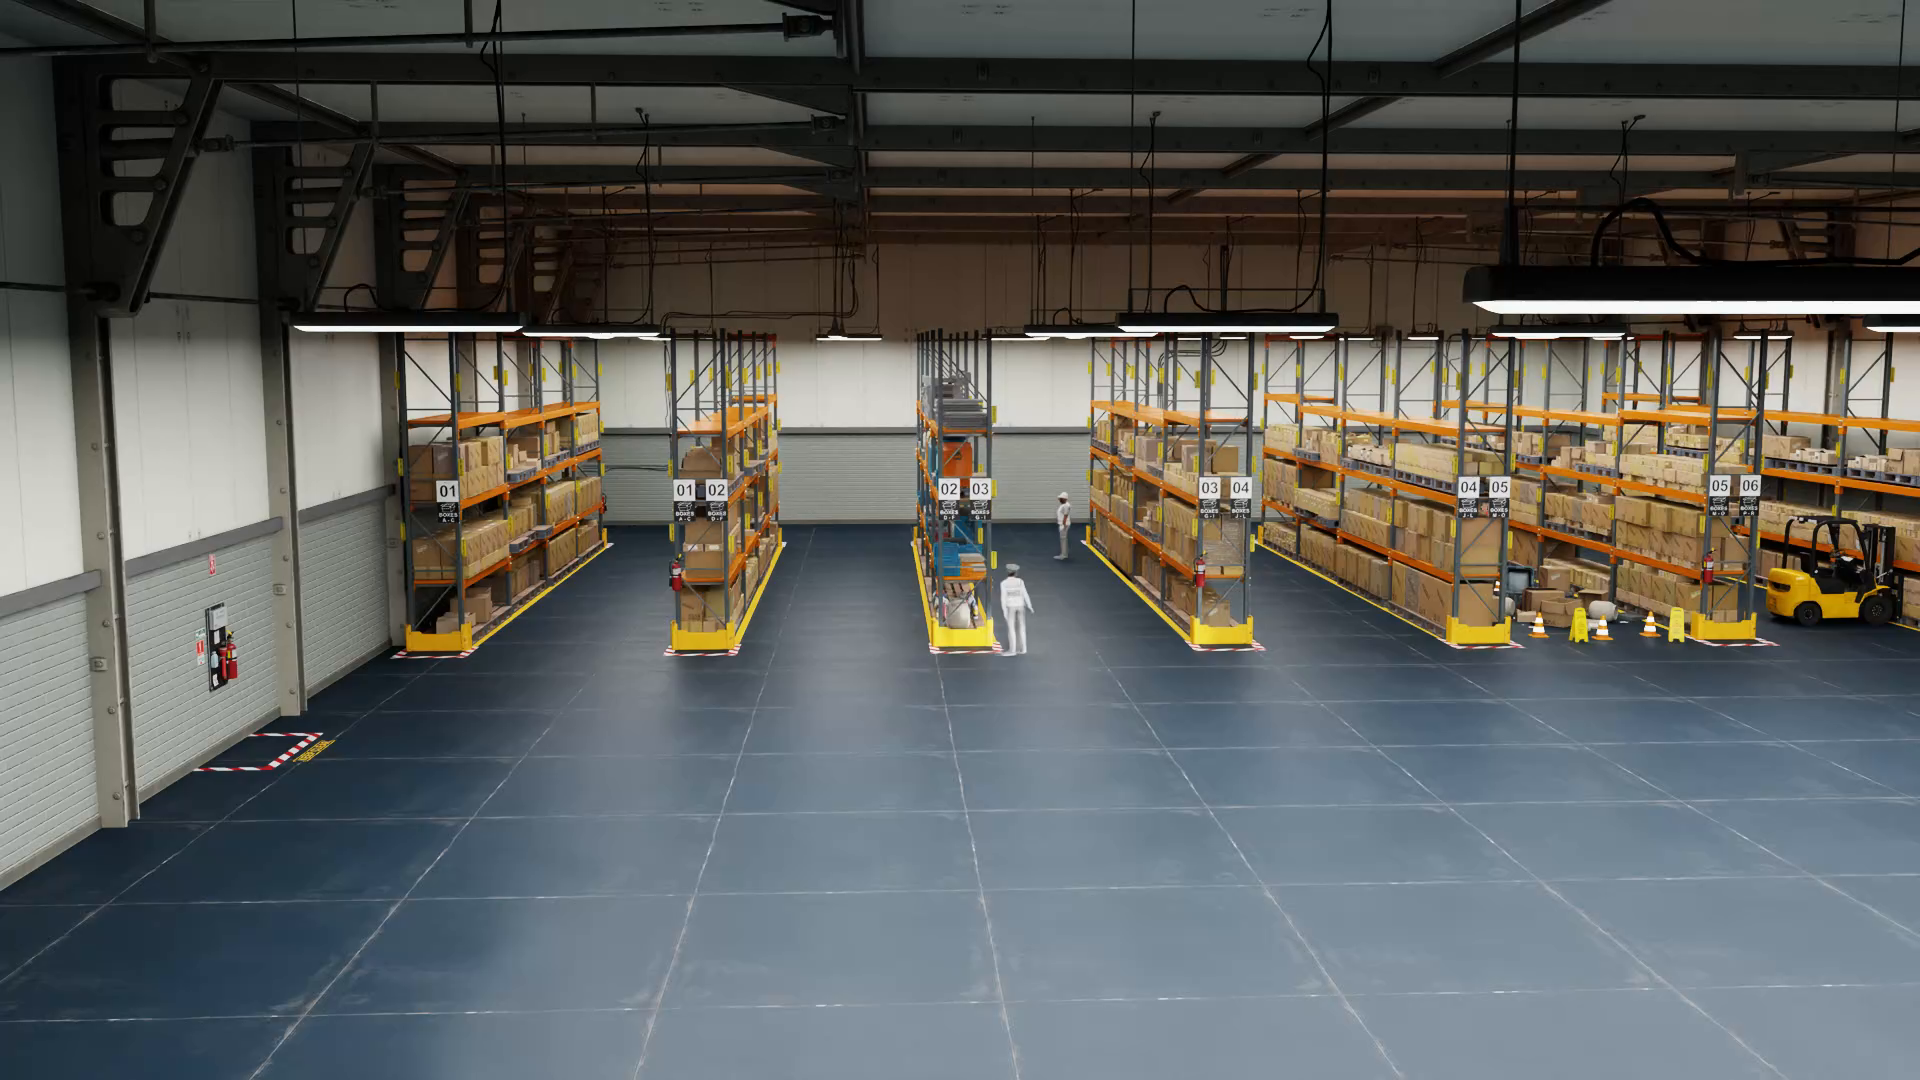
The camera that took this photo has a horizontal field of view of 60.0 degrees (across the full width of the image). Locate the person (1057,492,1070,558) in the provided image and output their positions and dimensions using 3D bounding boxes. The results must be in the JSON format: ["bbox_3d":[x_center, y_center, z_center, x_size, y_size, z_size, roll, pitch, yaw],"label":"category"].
[{"bbox_3d":[2.750,-0.415,44.261,0.349,1.730,0.564,0,7,-1],"label":"person"}]

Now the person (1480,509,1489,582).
[{"bbox_3d":[12.512,0.129,39.846,0.469,1.785,0.482,4,8,29],"label":"person"}]

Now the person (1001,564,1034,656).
[{"bbox_3d":[1.050,1.286,30.600,0.638,1.695,0.437,-1,7,-12],"label":"person"}]
